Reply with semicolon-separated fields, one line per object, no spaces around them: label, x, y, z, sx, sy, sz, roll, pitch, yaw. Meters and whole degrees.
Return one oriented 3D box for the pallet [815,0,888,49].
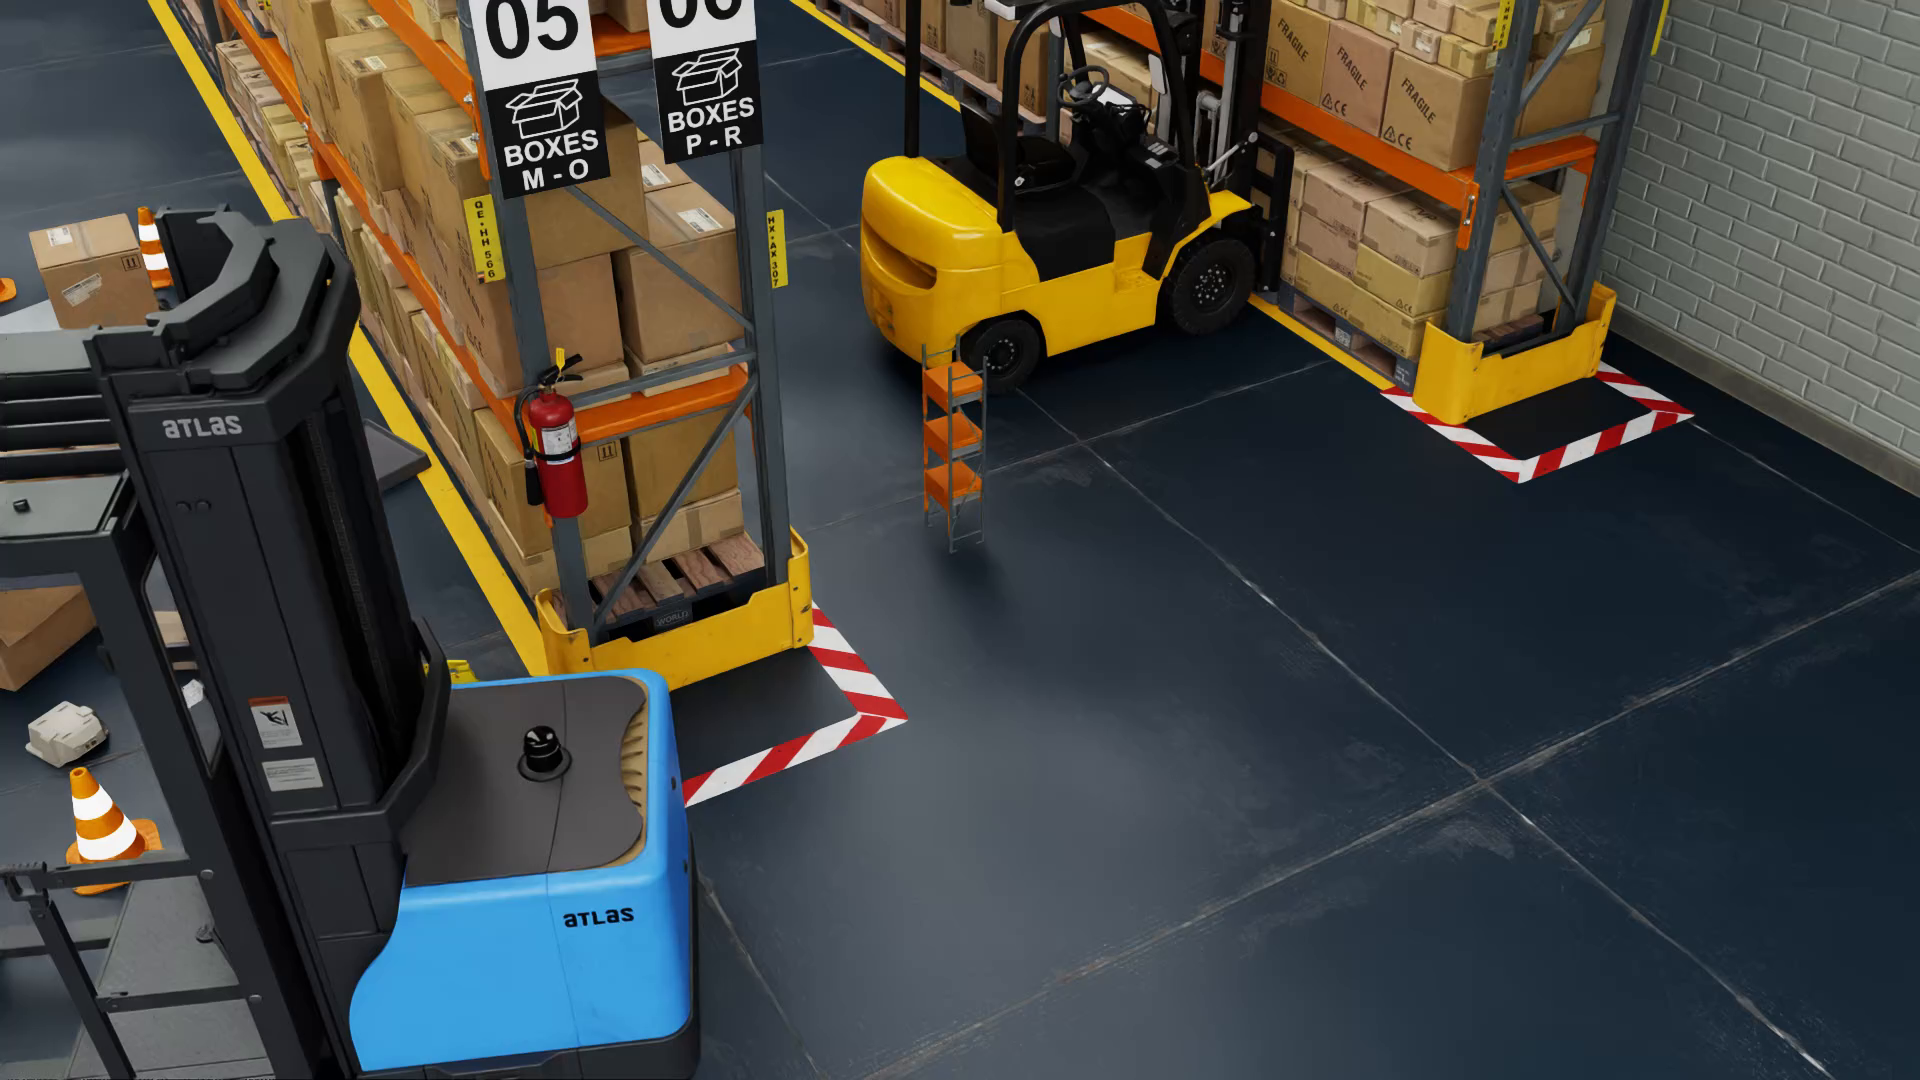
pallet;-0.550;-4.623;14.400;1.003;0.211;1.213;-19;40;-24

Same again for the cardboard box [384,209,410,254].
cardboard box;-2.544;-1.535;8.022;0.380;0.149;0.250;-19;40;-24

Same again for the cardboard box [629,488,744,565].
cardboard box;-1.367;-0.180;7.929;0.500;0.250;0.500;-19;40;-24

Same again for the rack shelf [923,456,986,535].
rack shelf;-0.027;-0.218;8.148;0.215;0.259;0.240;-19;40;-24

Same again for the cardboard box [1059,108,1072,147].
cardboard box;1.037;-2.855;11.591;0.500;0.250;0.500;-18;40;-23

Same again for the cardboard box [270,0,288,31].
cardboard box;-3.177;-2.943;8.552;0.700;0.500;0.500;-19;40;-24

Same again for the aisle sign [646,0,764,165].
aisle sign;-0.901;-1.738;5.882;0.394;0.787;0.004;-19;40;-24

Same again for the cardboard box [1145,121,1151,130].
cardboard box;1.311;-2.807;11.102;0.500;0.250;0.500;-19;40;-24

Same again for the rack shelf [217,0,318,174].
rack shelf;-4.215;-3.397;10.968;1.077;0.370;4.000;-19;40;-24

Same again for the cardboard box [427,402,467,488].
cardboard box;-2.360;-0.551;8.437;0.500;0.250;0.500;-20;41;-26

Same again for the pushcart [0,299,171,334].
pushcart;-5.156;-0.908;9.173;0.936;0.377;1.648;26;44;31

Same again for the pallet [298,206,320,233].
pallet;-3.603;-1.938;10.725;1.003;0.211;1.213;-19;40;-24

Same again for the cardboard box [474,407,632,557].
cardboard box;-1.828;-0.321;7.486;0.500;0.500;0.500;-19;40;-24

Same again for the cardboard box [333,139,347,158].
cardboard box;-3.157;-2.197;8.928;0.380;0.149;0.250;-18;40;-23

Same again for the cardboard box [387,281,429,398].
cardboard box;-2.609;-1.114;8.572;0.500;0.500;0.500;-17;39;-22

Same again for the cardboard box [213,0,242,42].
cardboard box;-5.495;-4.396;13.171;0.875;0.875;0.875;-19;40;-24

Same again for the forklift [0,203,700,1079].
forklift;-2.449;0.523;5.049;3.031;2.935;1.130;-5;36;-6

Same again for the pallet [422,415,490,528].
pallet;-2.225;-0.587;8.874;1.003;0.211;1.213;-19;40;-24

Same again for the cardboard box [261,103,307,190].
cardboard box;-4.191;-2.763;11.361;0.950;0.372;0.625;-18;40;-22

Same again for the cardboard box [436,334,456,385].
cardboard box;-2.195;-0.880;7.700;0.380;0.149;0.250;-18;40;-23

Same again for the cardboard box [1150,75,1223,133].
cardboard box;1.560;-2.750;10.599;0.500;0.250;0.500;-18;40;-22

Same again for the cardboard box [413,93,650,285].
cardboard box;-1.646;-1.388;6.422;0.700;0.500;0.500;-20;41;-25

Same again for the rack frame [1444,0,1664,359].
rack frame;3.089;-2.101;8.583;1.000;3.000;0.127;-19;40;-24

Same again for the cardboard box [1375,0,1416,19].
cardboard box;2.422;-2.885;8.770;0.380;0.149;0.250;-18;40;-23

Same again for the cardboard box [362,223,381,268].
cardboard box;-2.876;-1.568;8.643;0.380;0.149;0.250;-17;40;-22

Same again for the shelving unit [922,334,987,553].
shelving unit;-0.027;-0.451;7.978;0.215;1.050;0.252;-19;40;-24

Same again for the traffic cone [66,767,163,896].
traffic cone;-3.321;1.062;6.404;0.336;0.463;0.334;-19;40;-24

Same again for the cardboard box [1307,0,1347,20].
cardboard box;2.152;-3.021;9.208;0.380;0.149;0.250;-20;41;-25

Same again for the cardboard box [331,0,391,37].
cardboard box;-2.369;-2.173;7.498;0.700;0.500;0.500;-19;40;-24

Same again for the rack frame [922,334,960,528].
rack frame;-0.088;-0.513;8.063;0.200;1.050;0.008;-19;40;-24

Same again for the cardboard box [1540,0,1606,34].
cardboard box;3.105;-2.758;8.595;0.380;0.149;0.250;-20;41;-25

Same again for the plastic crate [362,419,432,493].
plastic crate;-3.130;-0.445;8.791;0.583;0.080;0.402;26;44;31

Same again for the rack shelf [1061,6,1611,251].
rack shelf;2.085;-2.830;10.191;1.077;0.370;4.000;-19;40;-24

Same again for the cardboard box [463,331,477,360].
cardboard box;-1.907;-0.887;7.134;0.380;0.149;0.250;-20;40;-25

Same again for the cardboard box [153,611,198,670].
cardboard box;-3.605;0.454;7.502;0.380;0.149;0.250;0;36;0

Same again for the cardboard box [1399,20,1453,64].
cardboard box;2.519;-2.618;8.657;0.380;0.149;0.250;-18;40;-23

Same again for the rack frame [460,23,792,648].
rack frame;-1.201;-0.628;6.566;1.000;3.000;0.127;-19;40;-24

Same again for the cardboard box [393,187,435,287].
cardboard box;-2.207;-1.496;7.419;0.500;0.500;0.500;-19;40;-24

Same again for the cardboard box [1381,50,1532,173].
cardboard box;2.615;-2.314;8.790;0.500;0.500;0.500;-20;41;-25

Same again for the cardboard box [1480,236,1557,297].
cardboard box;3.033;-1.663;9.535;0.500;0.250;0.500;-18;40;-23

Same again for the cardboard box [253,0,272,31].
cardboard box;-3.985;-3.177;9.914;0.380;0.149;0.250;-20;40;-25

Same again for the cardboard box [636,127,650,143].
cardboard box;-1.719;-1.635;7.608;0.500;0.500;0.500;-20;41;-25

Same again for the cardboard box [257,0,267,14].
cardboard box;-3.891;-3.418;9.693;0.500;0.500;0.500;-19;40;-24

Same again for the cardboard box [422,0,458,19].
cardboard box;-1.691;-2.080;5.886;0.500;0.250;0.500;-19;40;-24

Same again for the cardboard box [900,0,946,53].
cardboard box;0.045;-4.395;13.381;0.875;0.625;0.625;-21;41;-26

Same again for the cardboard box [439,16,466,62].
cardboard box;-1.622;-1.837;5.891;0.380;0.149;0.250;-19;40;-24

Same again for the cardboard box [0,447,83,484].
cardboard box;-4.749;-0.294;8.111;0.797;0.637;0.503;-19;40;-24

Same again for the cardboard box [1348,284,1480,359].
cardboard box;2.580;-1.306;9.470;0.500;0.250;0.500;-19;40;-24

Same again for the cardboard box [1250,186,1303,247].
cardboard box;2.054;-2.033;10.042;0.500;0.250;0.500;-20;41;-25

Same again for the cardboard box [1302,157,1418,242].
cardboard box;2.327;-1.965;9.524;0.500;0.250;0.500;-18;40;-23

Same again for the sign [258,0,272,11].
sign;-3.688;-2.969;8.790;0.100;0.325;0.005;-19;40;-24

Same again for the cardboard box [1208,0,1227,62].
cardboard box;1.843;-3.096;9.861;0.500;0.500;0.500;-19;40;-24

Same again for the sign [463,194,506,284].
sign;-1.690;-1.069;5.920;0.100;0.325;0.005;-19;40;-24

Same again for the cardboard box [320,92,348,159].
cardboard box;-2.958;-2.272;8.481;0.500;0.500;0.500;-19;40;-24

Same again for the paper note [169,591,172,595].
paper note;-3.694;0.206;7.952;0.148;0.019;0.142;-6;37;-8

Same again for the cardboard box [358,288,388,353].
cardboard box;-3.147;-1.346;9.525;0.500;0.250;0.500;-21;41;-26

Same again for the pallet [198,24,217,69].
pallet;-5.551;-4.006;13.556;1.003;0.211;1.213;-19;40;-24

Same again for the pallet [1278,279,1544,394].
pallet;2.669;-1.352;9.922;1.003;0.211;1.213;-19;40;-24
